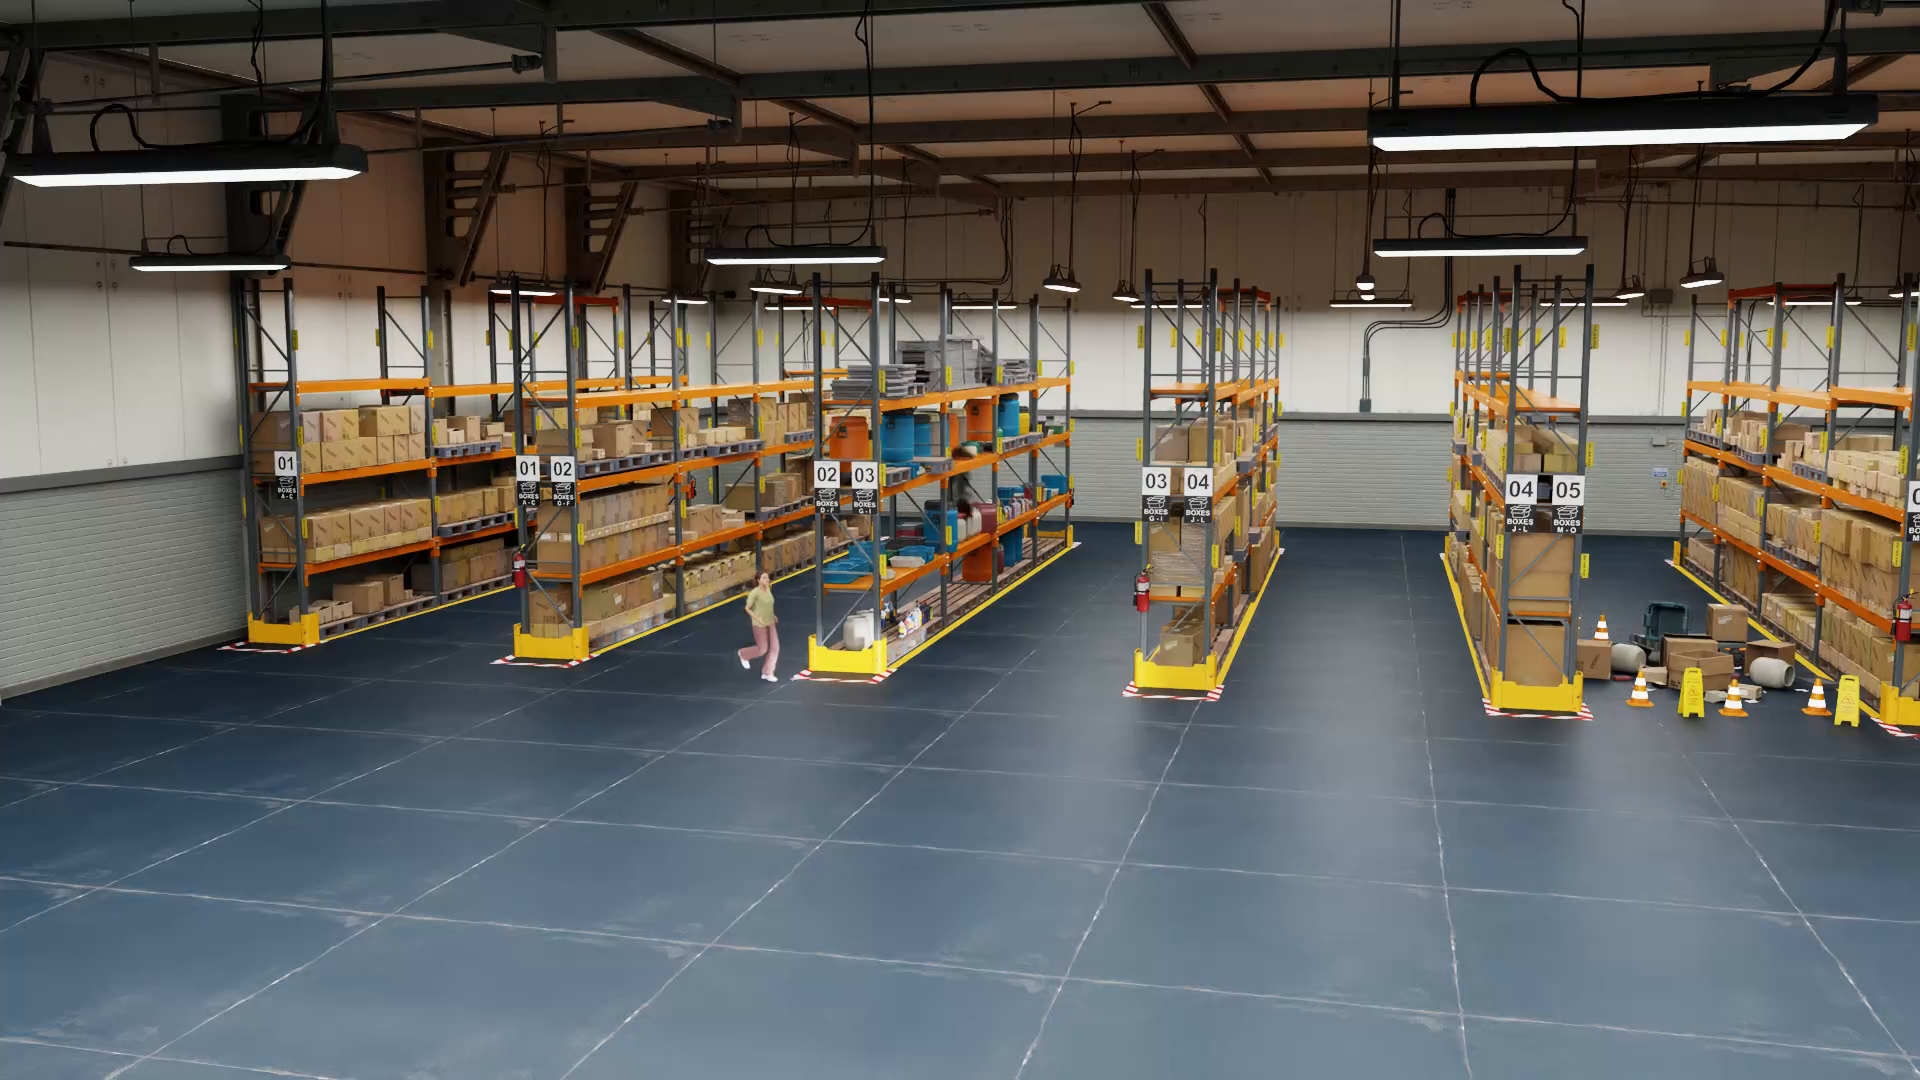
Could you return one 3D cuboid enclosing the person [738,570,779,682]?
[{"bbox_3d":[-2.969,1.255,24.633,0.739,1.647,0.582,5,9,36],"label":"person"}]
